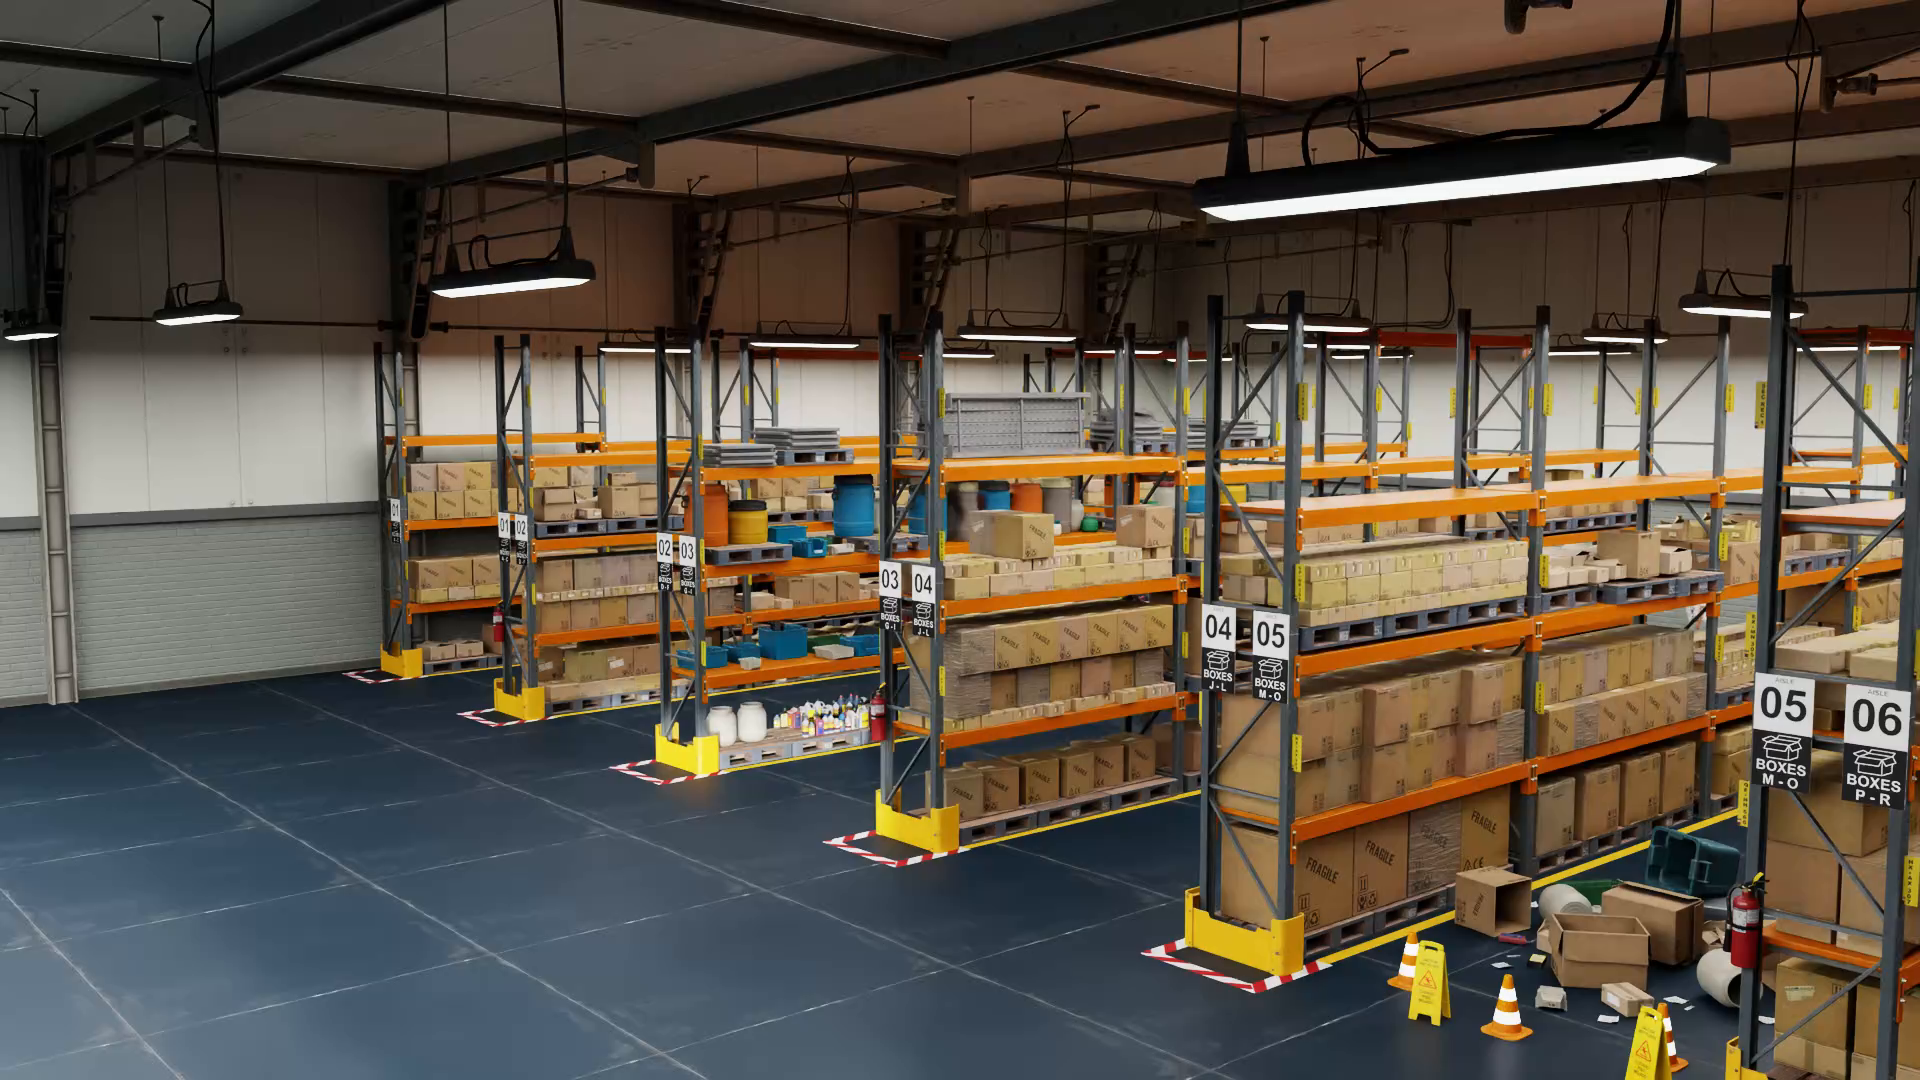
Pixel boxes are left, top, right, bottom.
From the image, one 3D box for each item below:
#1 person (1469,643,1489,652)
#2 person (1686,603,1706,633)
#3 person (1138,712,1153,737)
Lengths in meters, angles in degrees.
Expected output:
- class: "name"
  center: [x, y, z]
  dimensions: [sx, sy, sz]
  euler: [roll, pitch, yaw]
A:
- class: "person"
  center: [7.386, 2.178, 23.670]
  dimensions: [0.886, 1.809, 0.537]
  euler: [-4, 7, -39]
- class: "person"
  center: [13.833, 1.520, 31.038]
  dimensions: [0.731, 1.651, 0.507]
  euler: [2, 6, 20]
- class: "person"
  center: [2.609, 2.202, 23.890]
  dimensions: [0.429, 1.686, 0.597]
  euler: [0, 5, -4]
